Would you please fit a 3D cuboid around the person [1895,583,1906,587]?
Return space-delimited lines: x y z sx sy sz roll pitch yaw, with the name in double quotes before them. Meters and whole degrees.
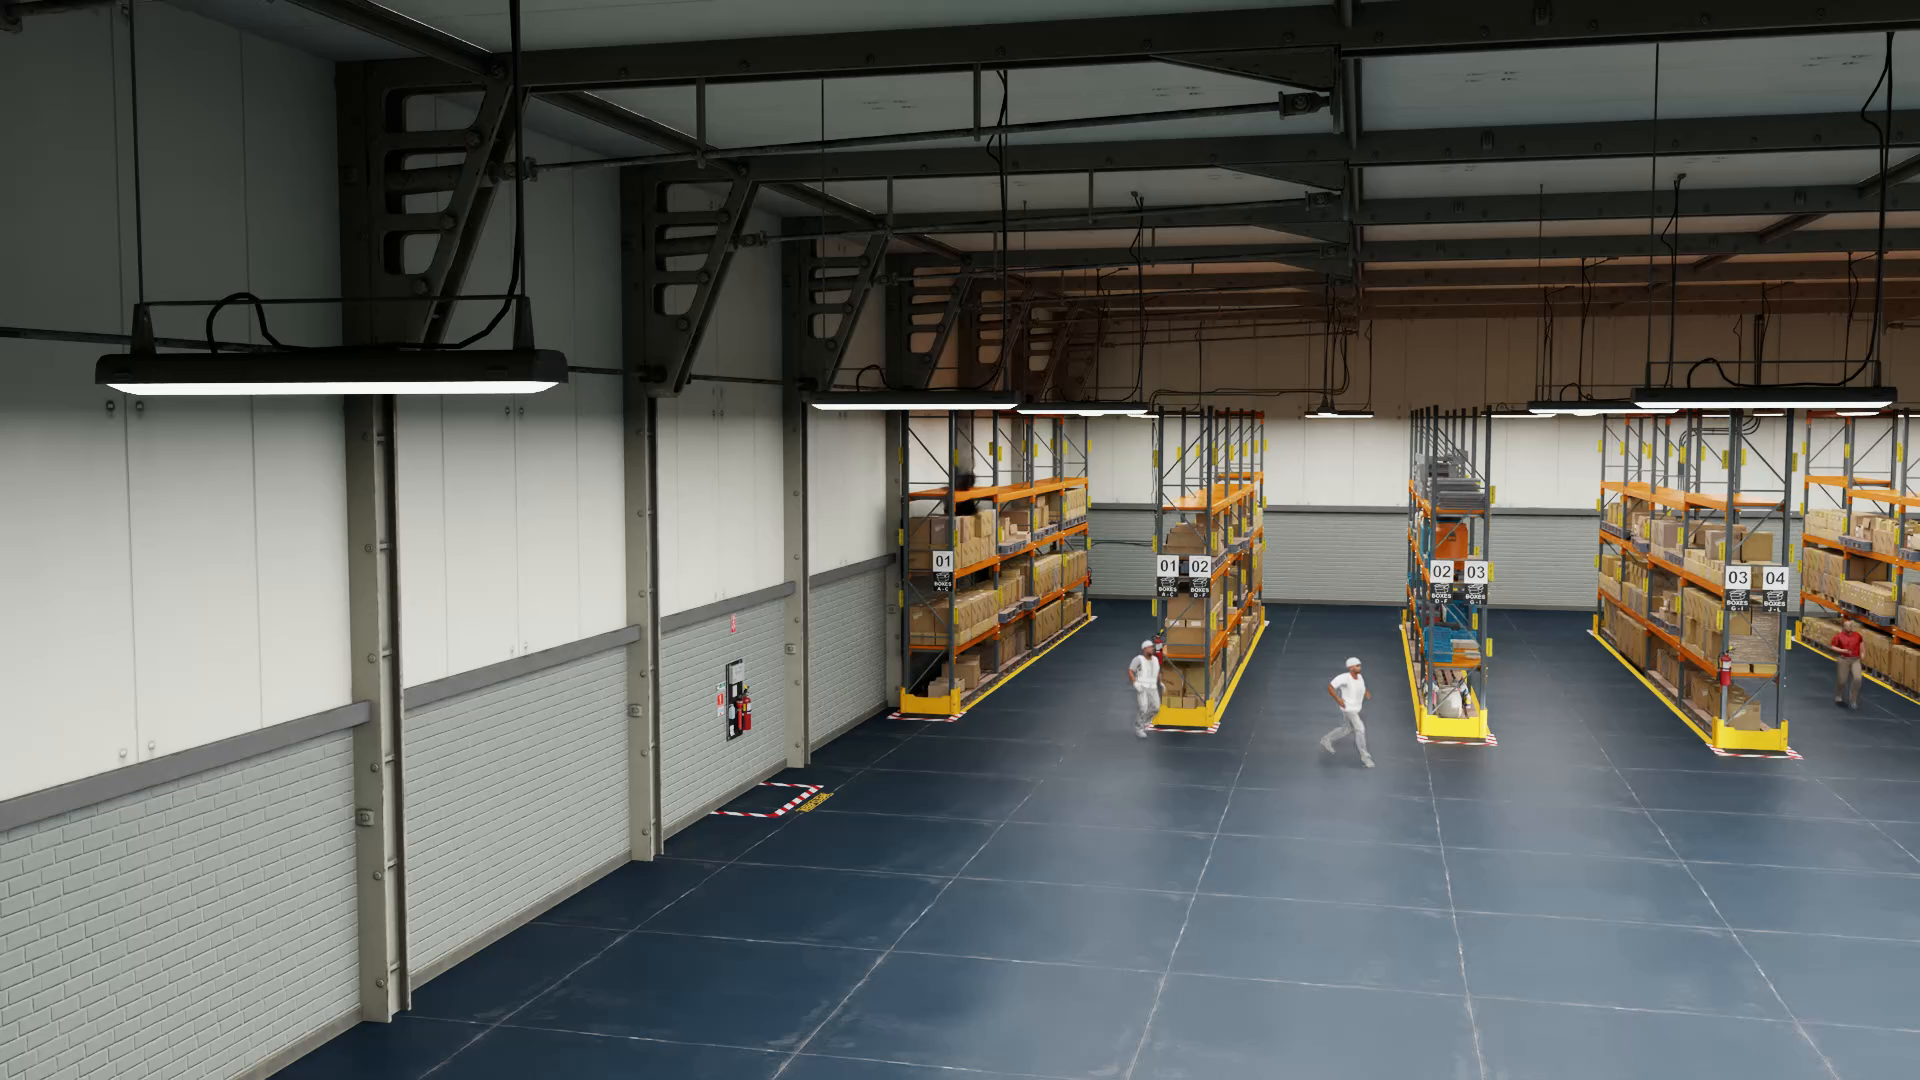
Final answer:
"person" 23.812 1.880 42.177 0.558 1.652 0.559 0 4 4

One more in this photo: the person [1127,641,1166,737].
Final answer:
"person" 3.415 2.703 30.179 0.744 1.722 0.527 -2 5 -25

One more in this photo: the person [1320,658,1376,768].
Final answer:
"person" 6.531 2.854 27.842 1.088 1.796 0.661 3 5 37

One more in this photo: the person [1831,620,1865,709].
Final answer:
"person" 17.841 2.499 33.391 0.670 1.776 0.773 1 4 13
